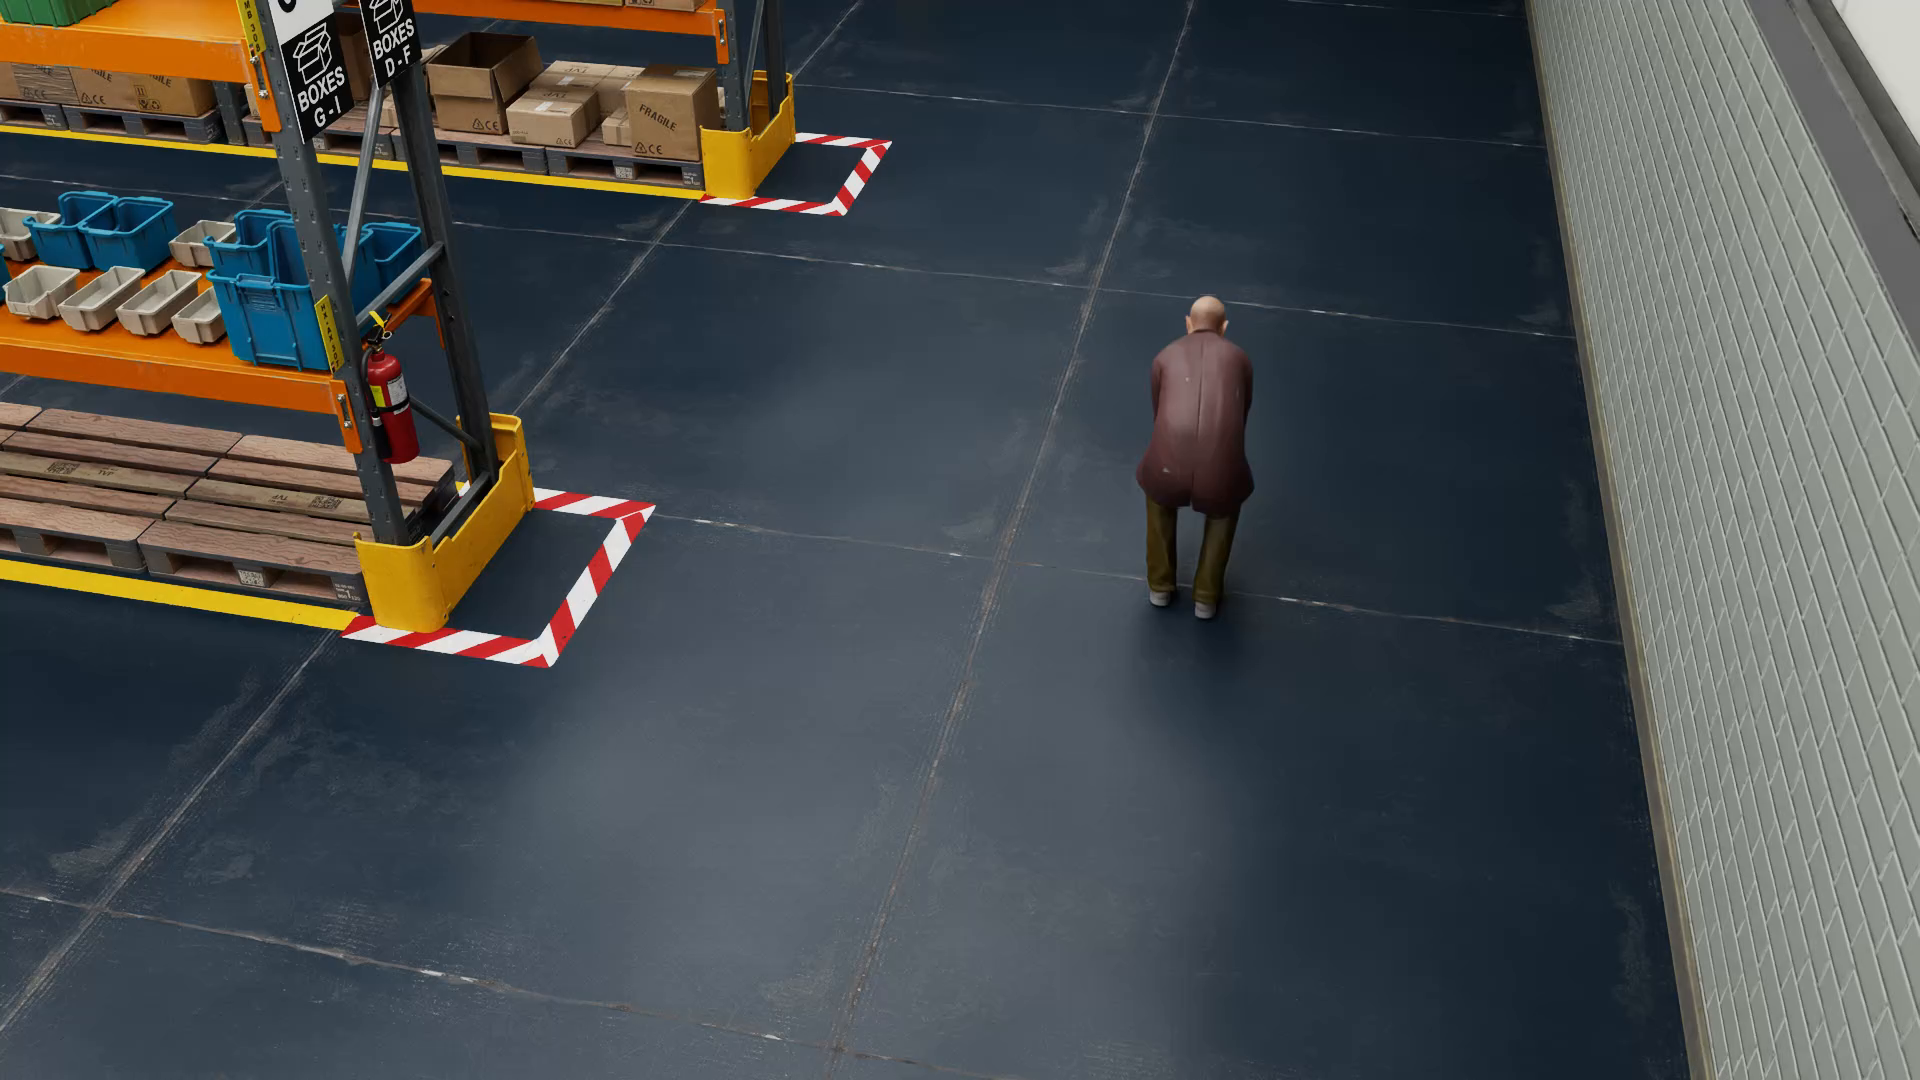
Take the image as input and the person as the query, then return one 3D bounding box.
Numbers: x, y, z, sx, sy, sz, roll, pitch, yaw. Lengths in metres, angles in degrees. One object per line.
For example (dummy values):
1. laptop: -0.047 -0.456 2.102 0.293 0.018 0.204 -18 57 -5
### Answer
1. person: 1.123 -0.383 7.872 0.557 1.346 0.889 6 37 8
